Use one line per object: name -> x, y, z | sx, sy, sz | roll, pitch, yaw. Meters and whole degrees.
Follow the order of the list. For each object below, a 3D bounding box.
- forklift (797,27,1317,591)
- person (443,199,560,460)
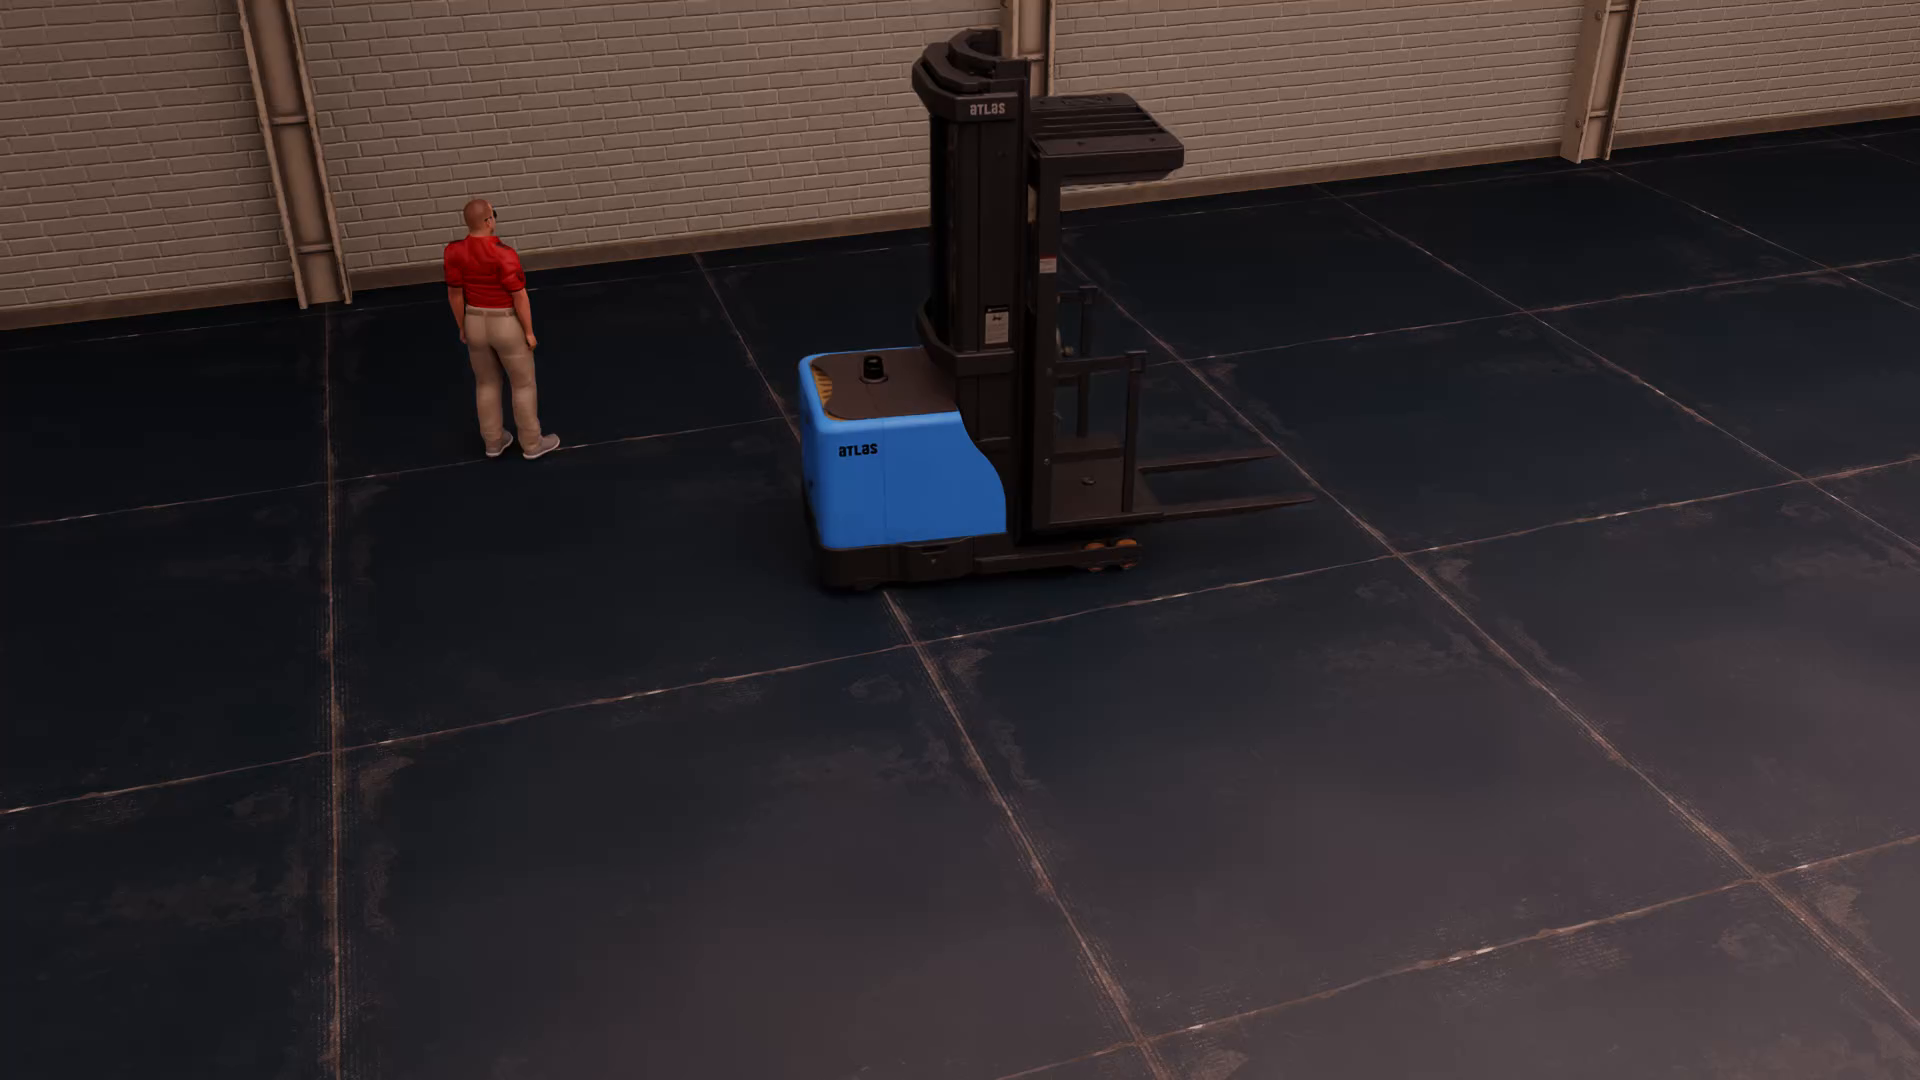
forklift -> 0.603, -1.340, 9.416 | 3.031, 2.935, 1.130 | -6, 30, -10
person -> -2.950, -1.348, 10.637 | 0.526, 1.730, 0.369 | 6, 30, 10
